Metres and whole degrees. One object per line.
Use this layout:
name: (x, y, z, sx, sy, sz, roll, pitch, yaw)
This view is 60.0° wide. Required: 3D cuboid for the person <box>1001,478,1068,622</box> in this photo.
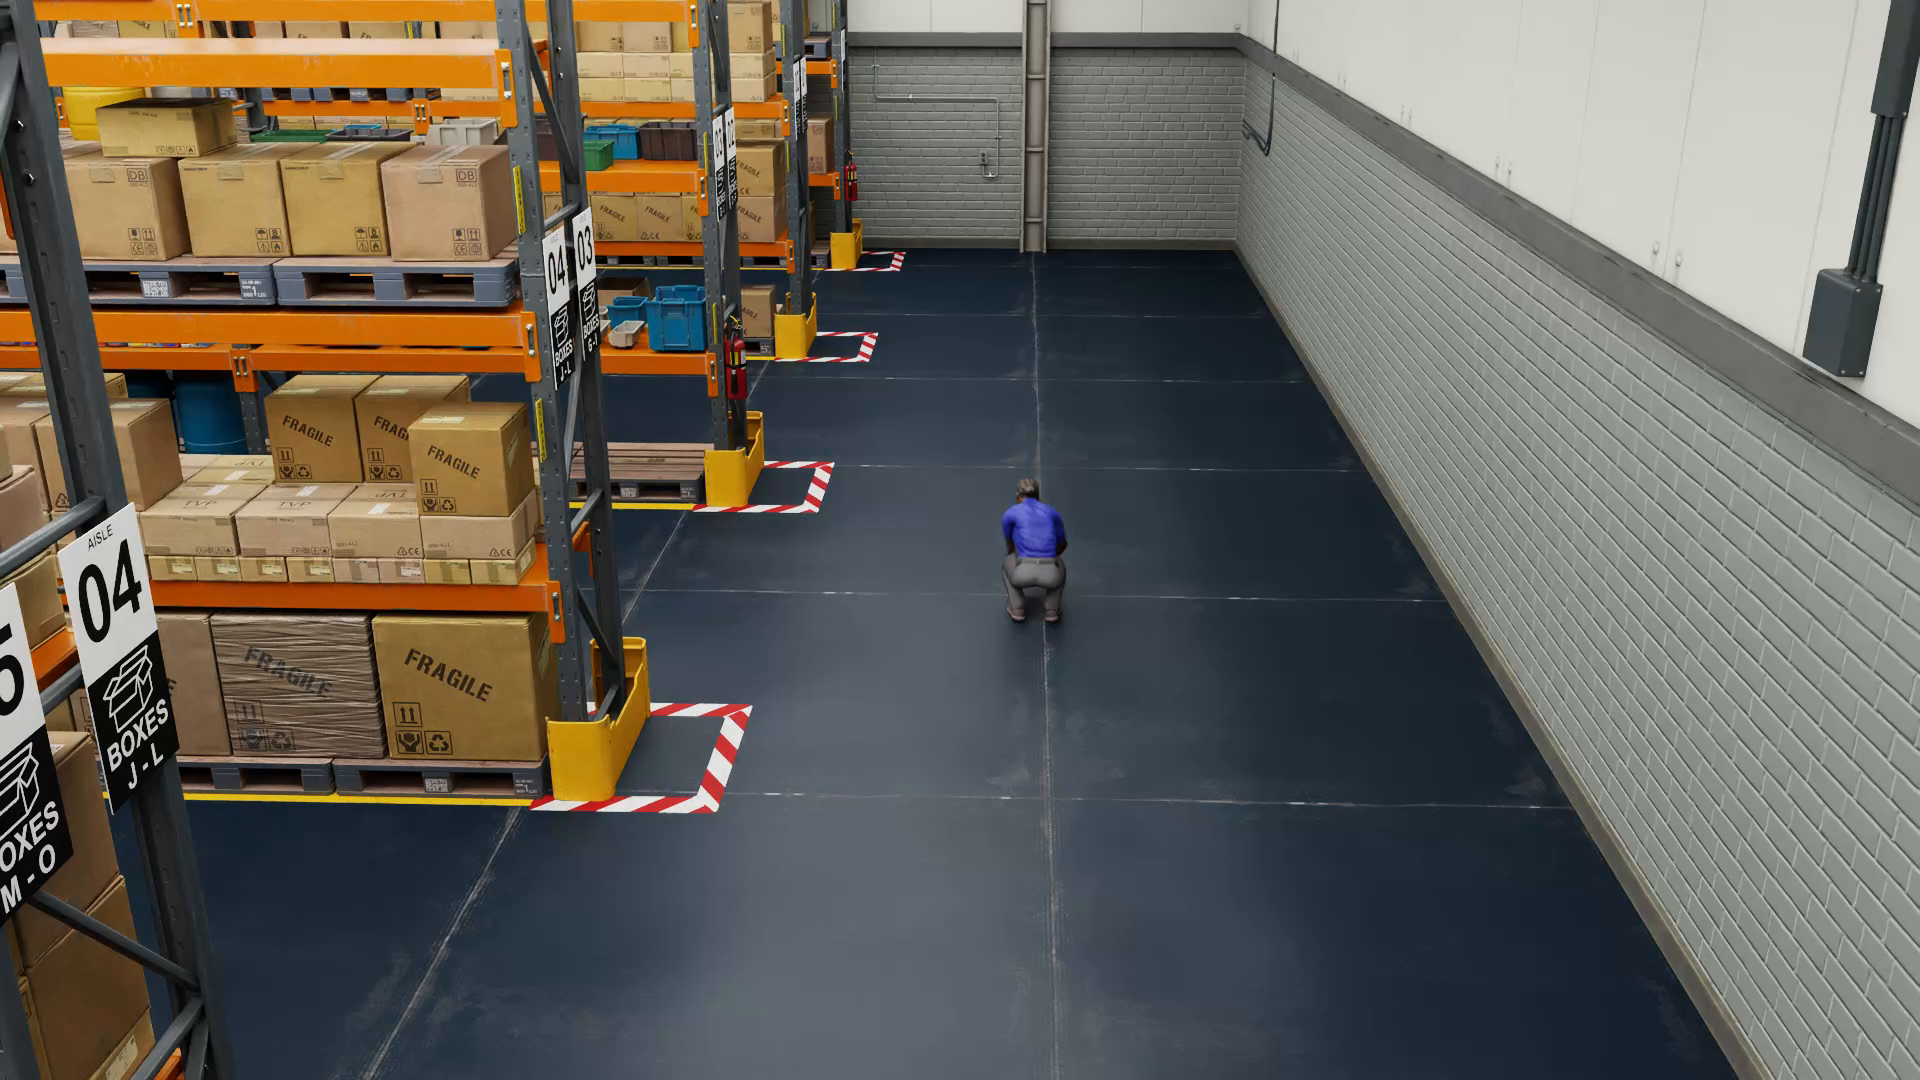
person: (0.540, 0.059, 11.981, 0.488, 0.928, 0.825, 1, 21, 1)
